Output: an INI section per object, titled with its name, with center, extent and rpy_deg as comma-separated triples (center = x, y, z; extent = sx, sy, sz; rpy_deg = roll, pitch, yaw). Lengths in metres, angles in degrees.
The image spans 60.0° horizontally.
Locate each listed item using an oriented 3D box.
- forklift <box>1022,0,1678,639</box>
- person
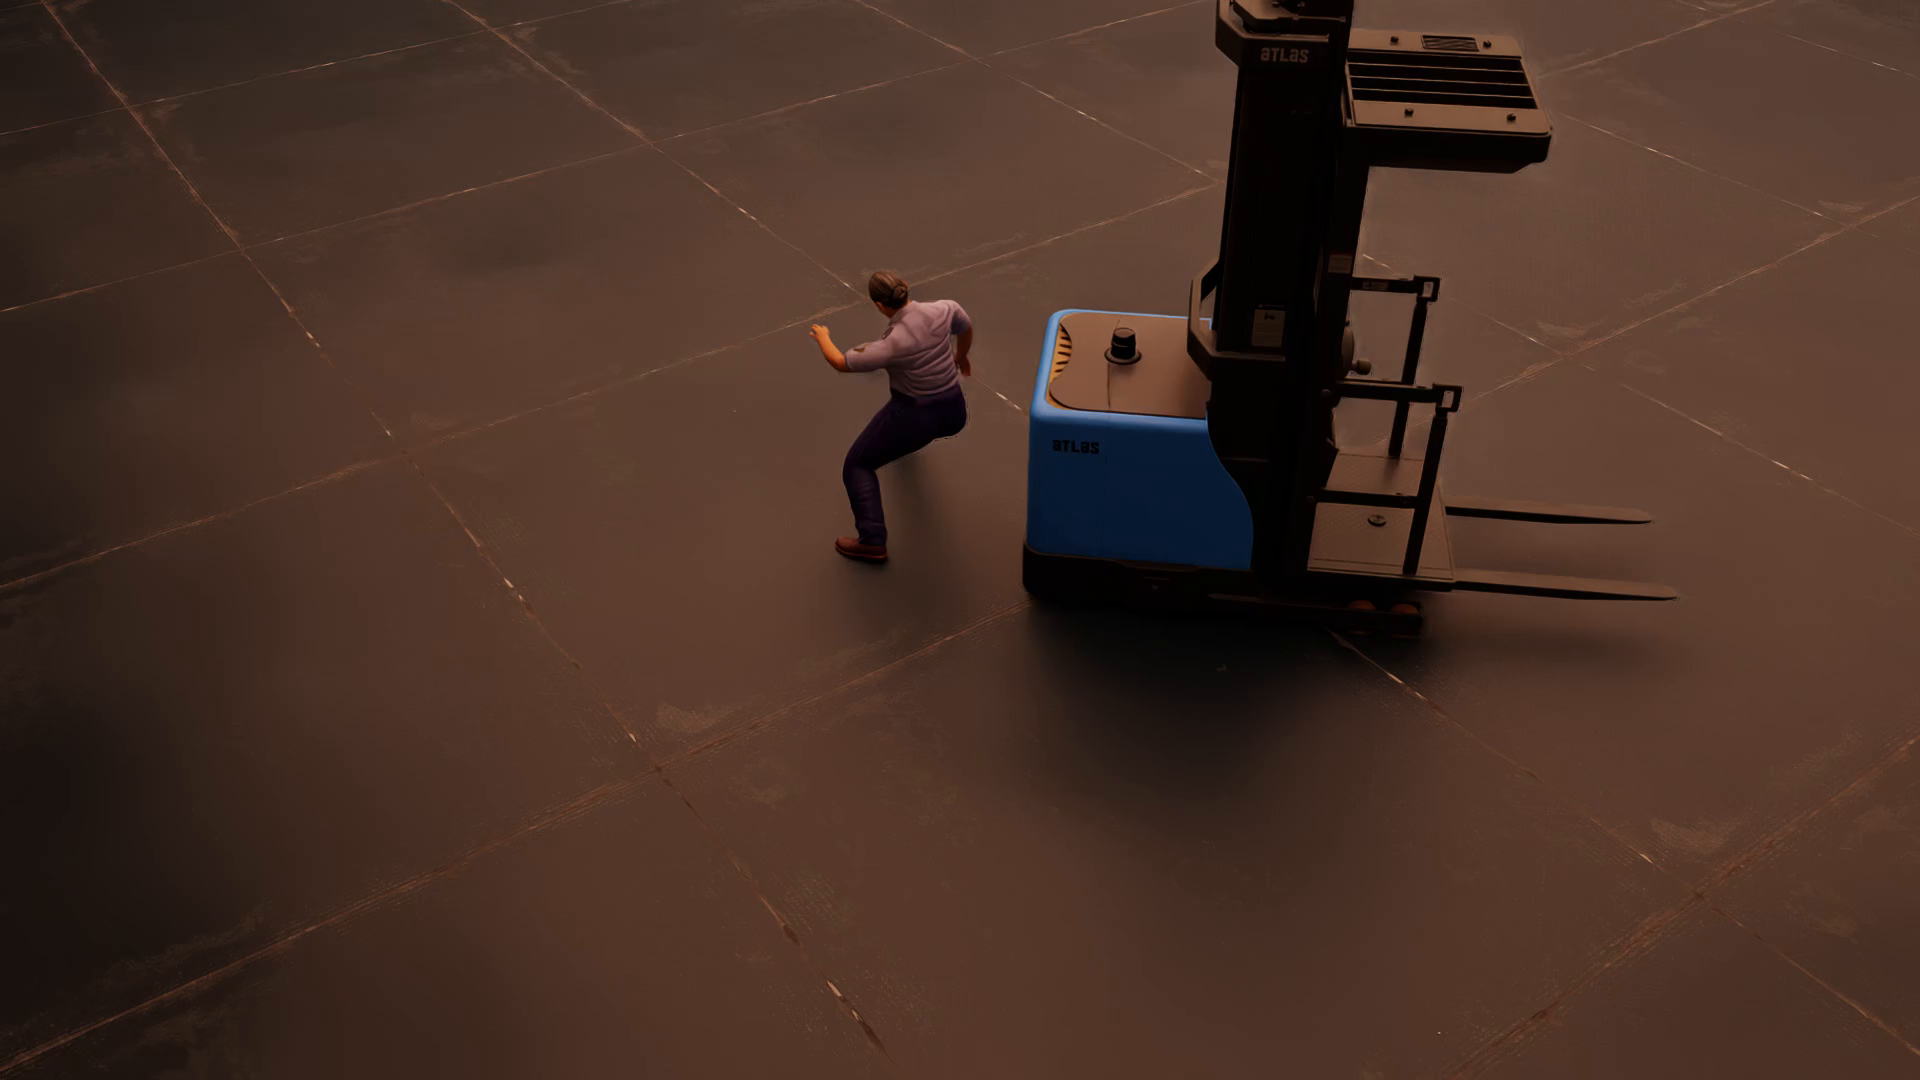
[forklift]
center = 1.860, -1.053, 7.369
extent = 3.031, 2.935, 1.130
rpy_deg = 5, 37, 6
[person]
center = -0.407, -0.792, 8.347
extent = 0.942, 1.391, 1.045
rpy_deg = -23, 42, -28
